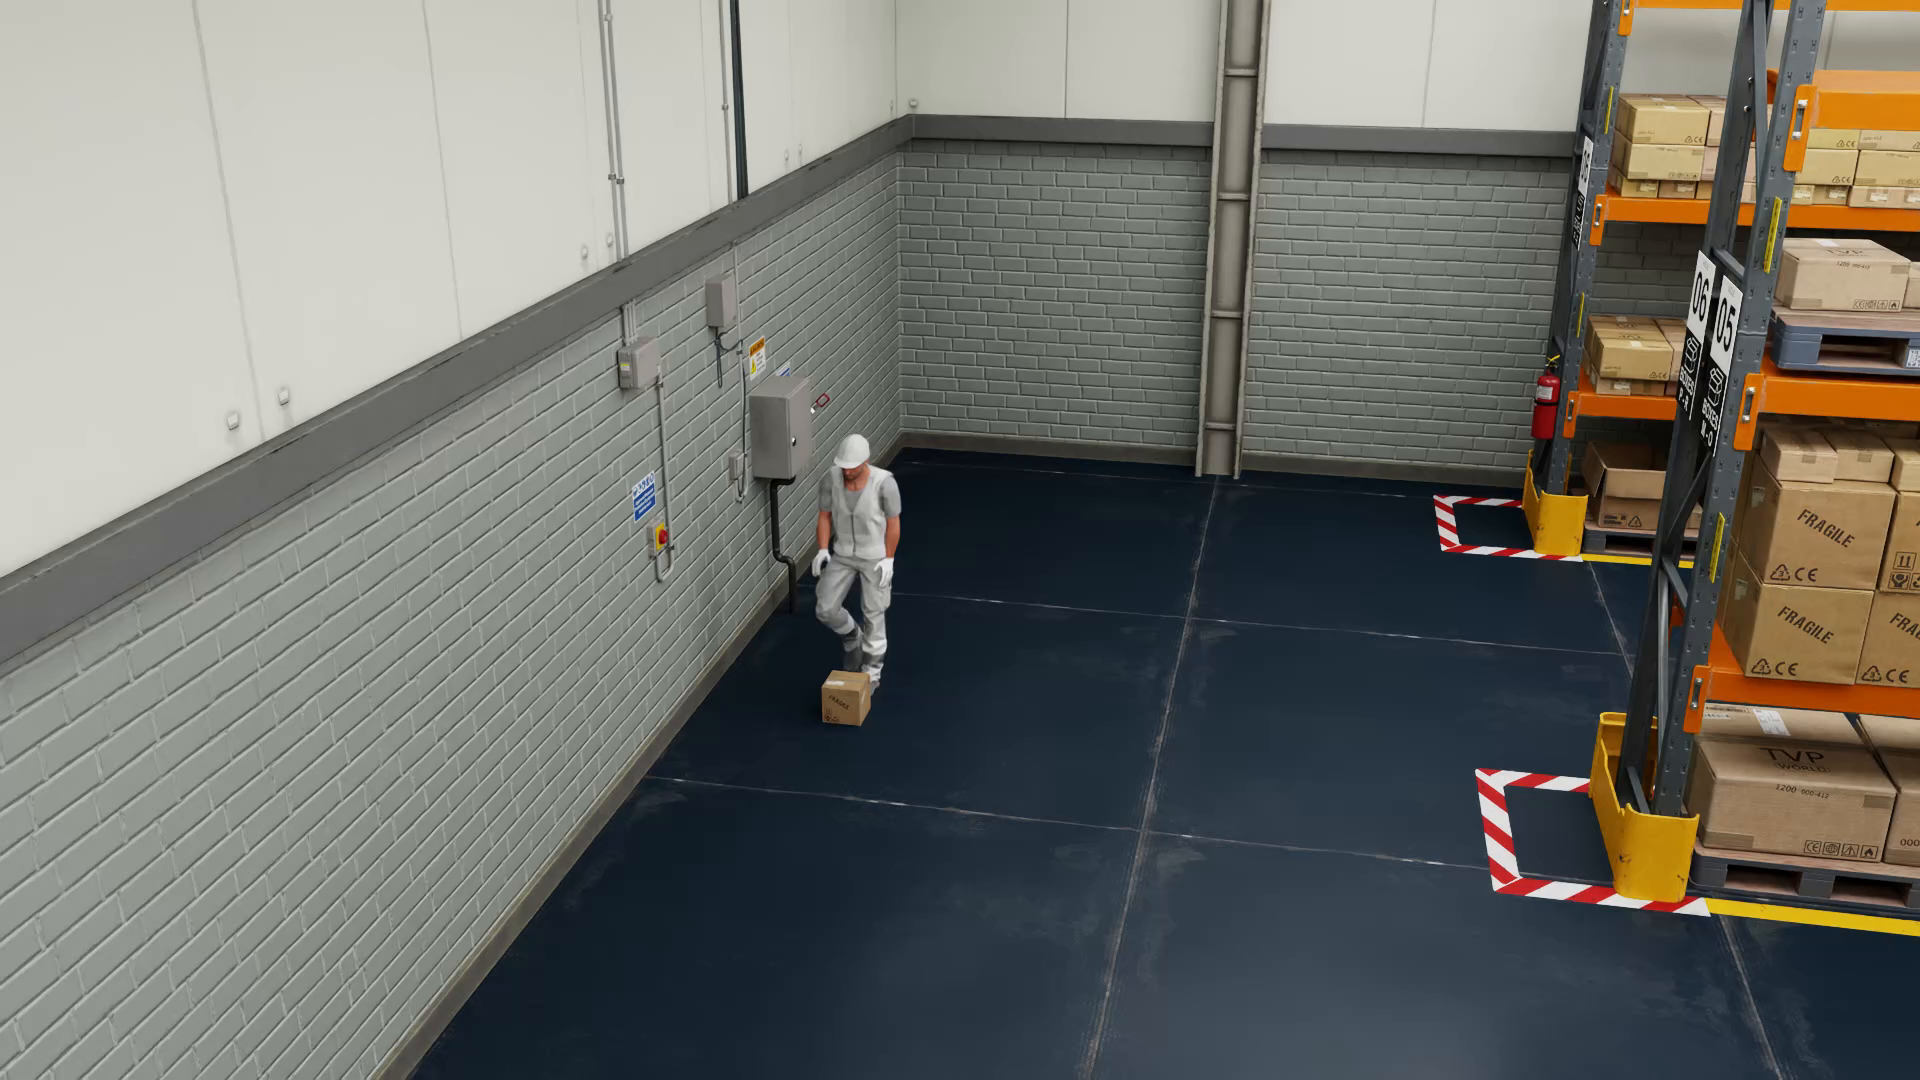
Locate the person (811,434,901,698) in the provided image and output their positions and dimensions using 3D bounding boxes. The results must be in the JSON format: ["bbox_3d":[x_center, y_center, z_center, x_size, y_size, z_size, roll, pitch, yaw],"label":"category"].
[{"bbox_3d":[-0.659,0.146,10.674,0.544,1.775,0.589,7,22,17],"label":"person"}]
